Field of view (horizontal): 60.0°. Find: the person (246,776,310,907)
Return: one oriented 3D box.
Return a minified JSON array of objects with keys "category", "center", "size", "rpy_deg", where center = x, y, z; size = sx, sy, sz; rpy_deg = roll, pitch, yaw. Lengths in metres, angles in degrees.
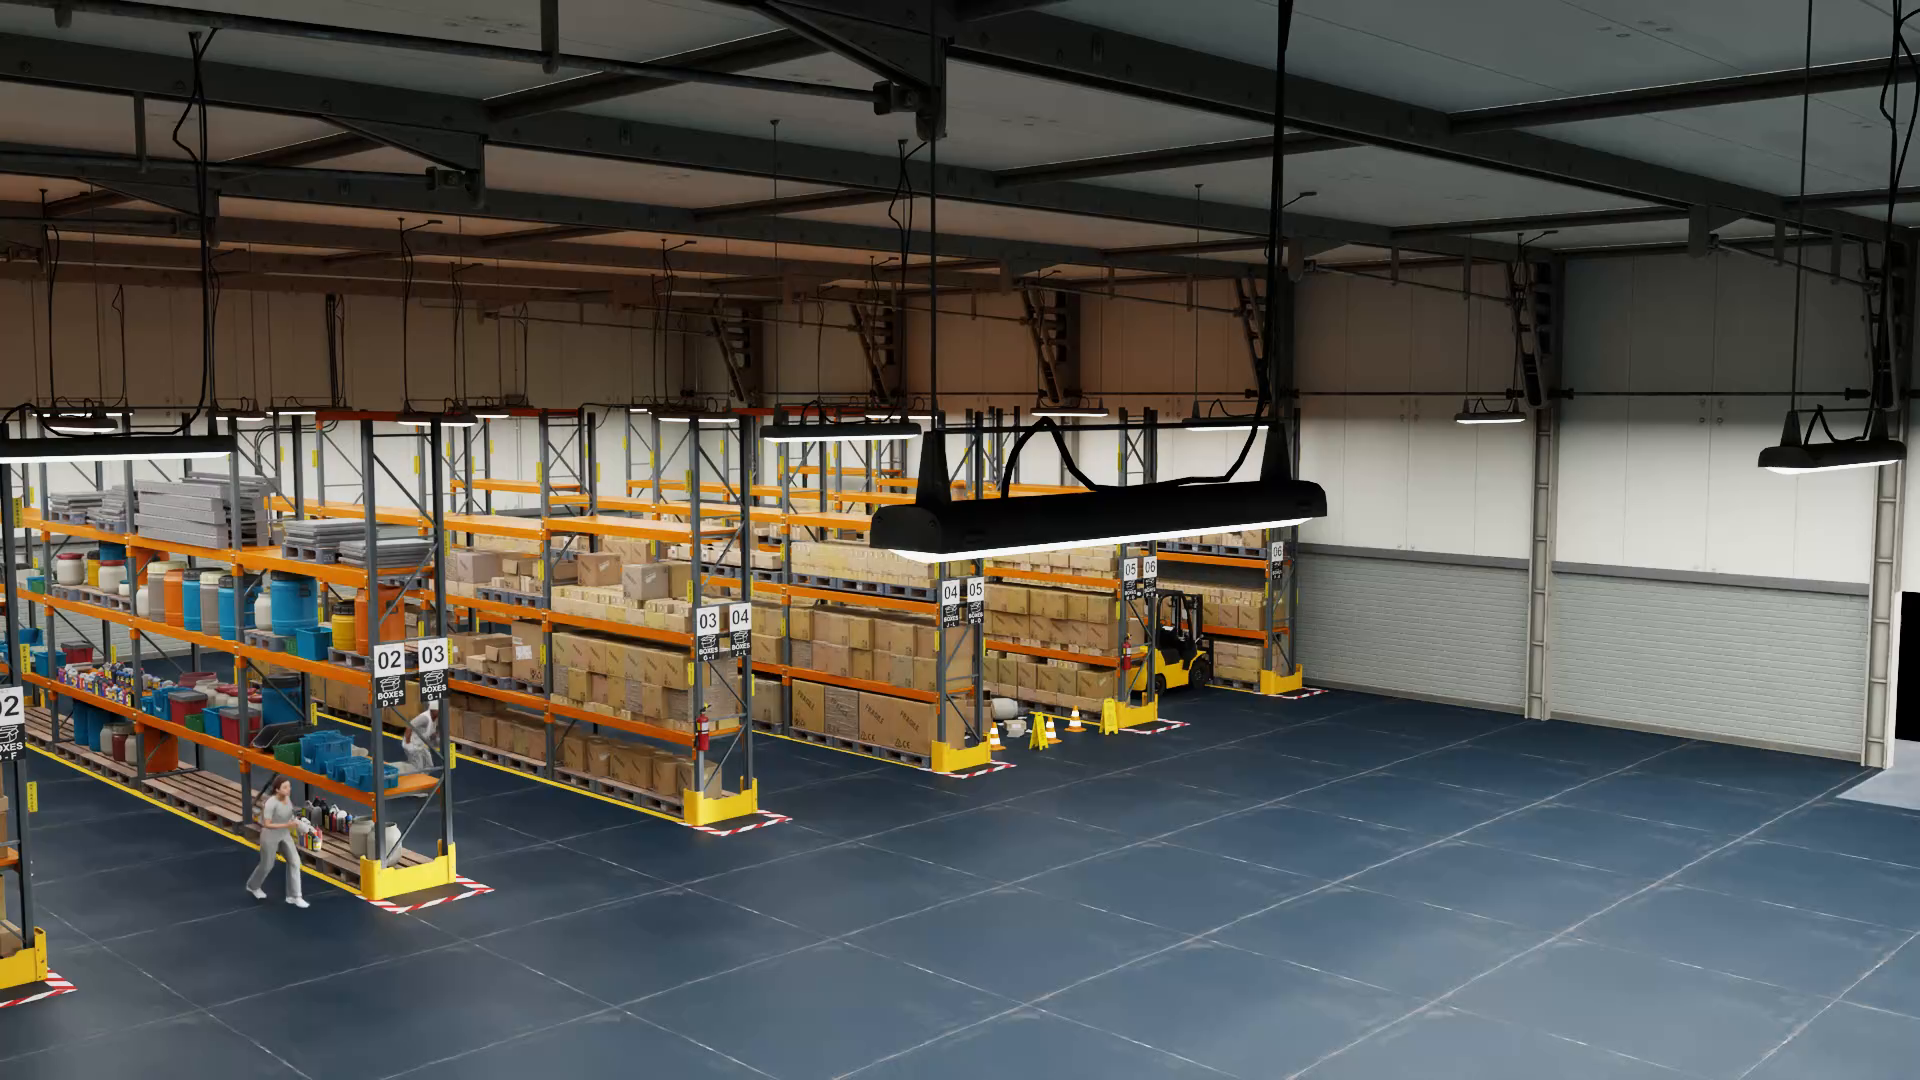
[{"category":"person","center":[-8.469,3.713,20.522],"size":[0.978,1.666,0.565],"rpy_deg":[2,6,24]}]

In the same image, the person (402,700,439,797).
[{"category":"person","center":[-8.470,3.253,25.960],"size":[0.972,1.577,0.704],"rpy_deg":[1,5,14]}]
